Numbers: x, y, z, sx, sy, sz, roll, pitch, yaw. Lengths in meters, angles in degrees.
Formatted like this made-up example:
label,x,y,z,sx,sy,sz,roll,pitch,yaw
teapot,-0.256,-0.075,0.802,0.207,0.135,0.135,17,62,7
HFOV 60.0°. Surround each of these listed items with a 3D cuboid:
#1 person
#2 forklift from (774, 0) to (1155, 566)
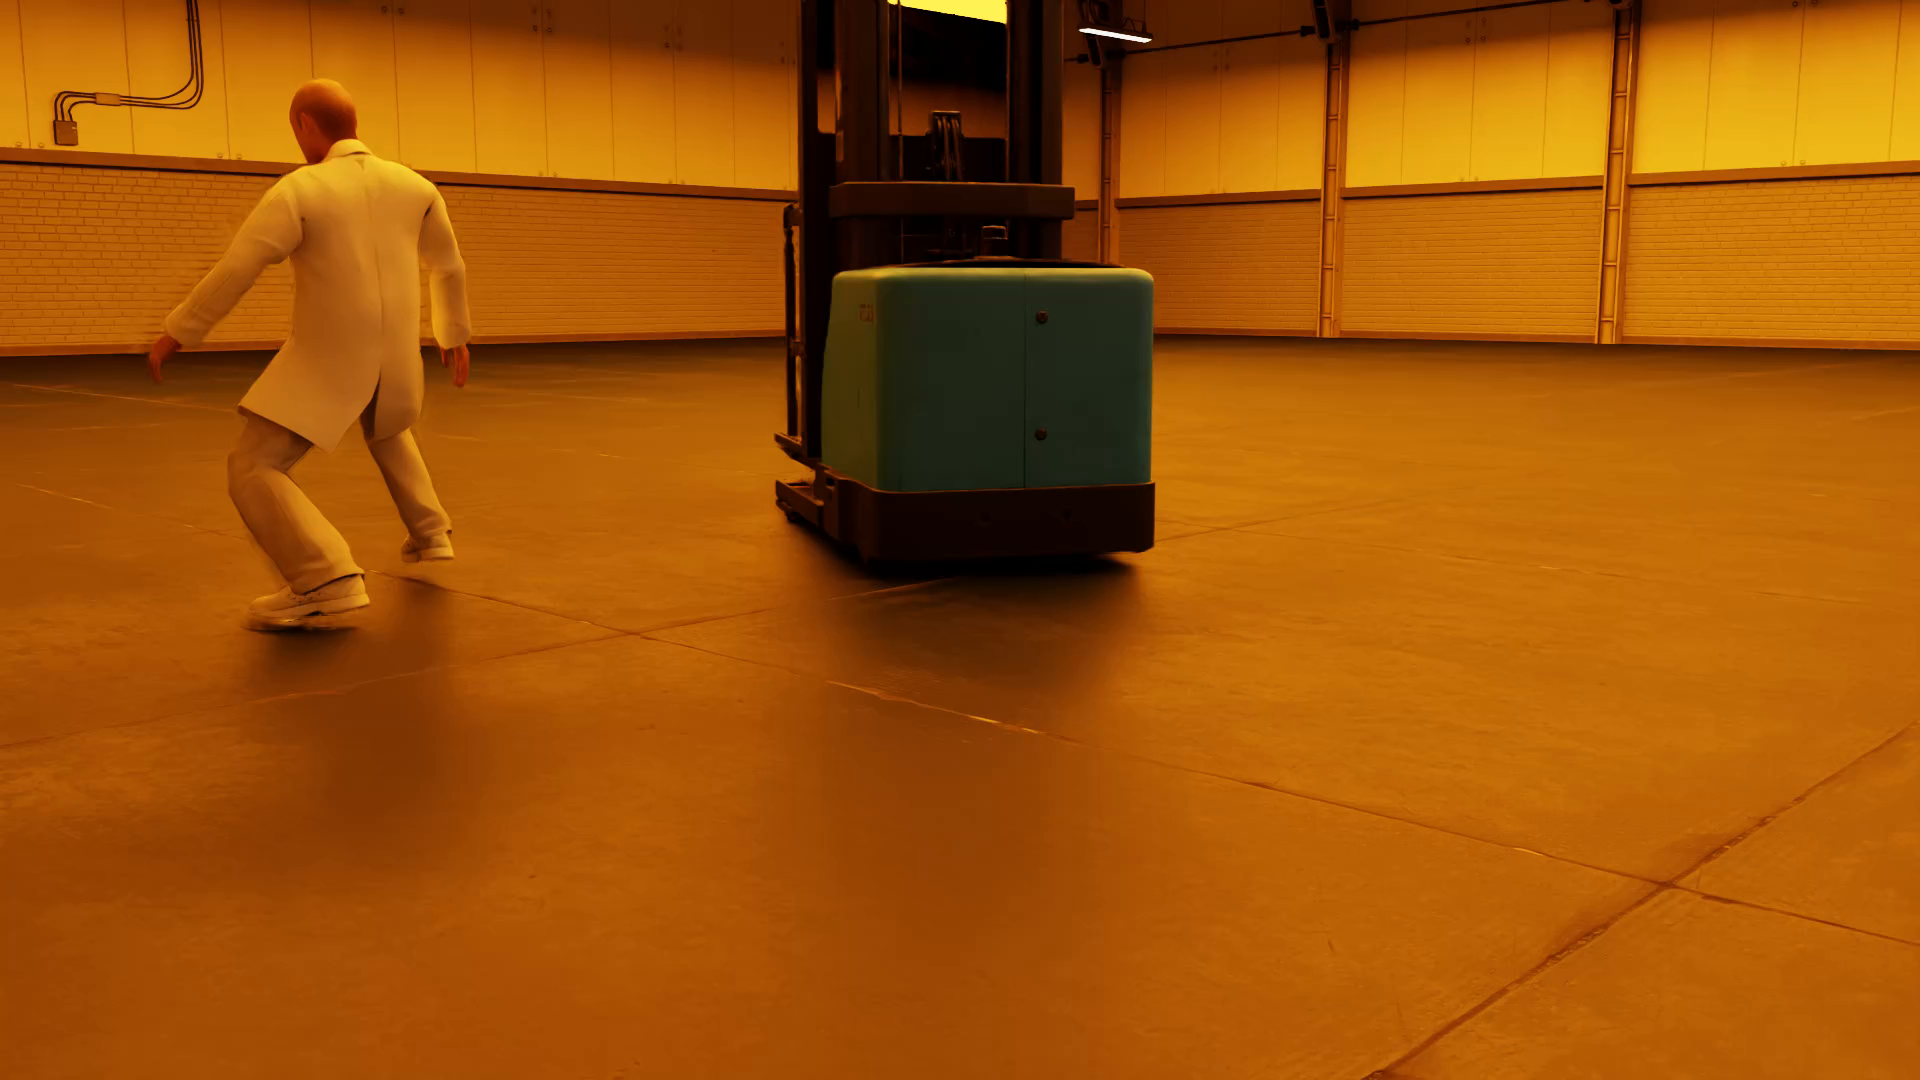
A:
label,x,y,z,sx,sy,sz,roll,pitch,yaw
person,-1.937,-0.607,5.193,0.705,1.610,1.002,7,11,38
forklift,-0.195,-1.538,7.090,1.130,2.935,3.031,-2,9,-16
